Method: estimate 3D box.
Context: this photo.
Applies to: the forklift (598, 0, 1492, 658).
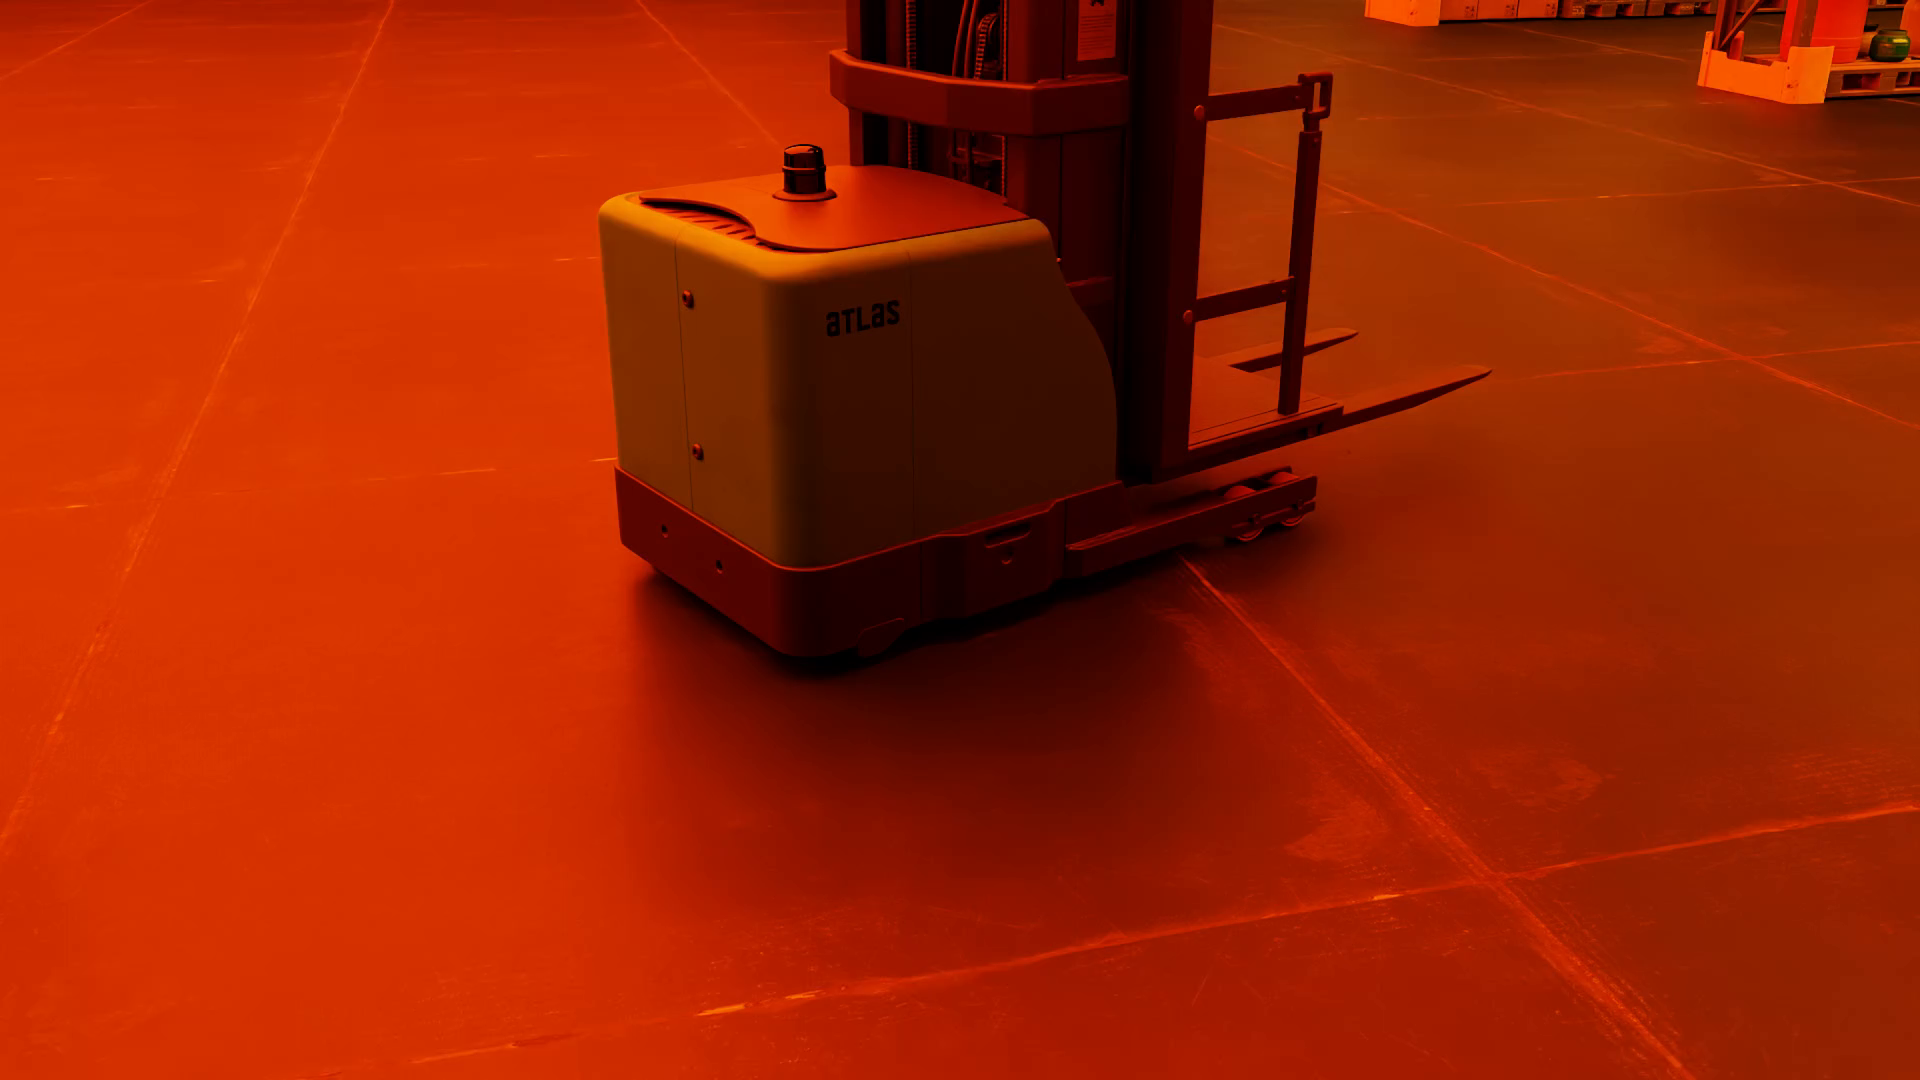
[{"bbox_3d":[0.484,-1.493,4.818,3.031,2.935,1.130,-17,28,-34],"label":"forklift"}]
